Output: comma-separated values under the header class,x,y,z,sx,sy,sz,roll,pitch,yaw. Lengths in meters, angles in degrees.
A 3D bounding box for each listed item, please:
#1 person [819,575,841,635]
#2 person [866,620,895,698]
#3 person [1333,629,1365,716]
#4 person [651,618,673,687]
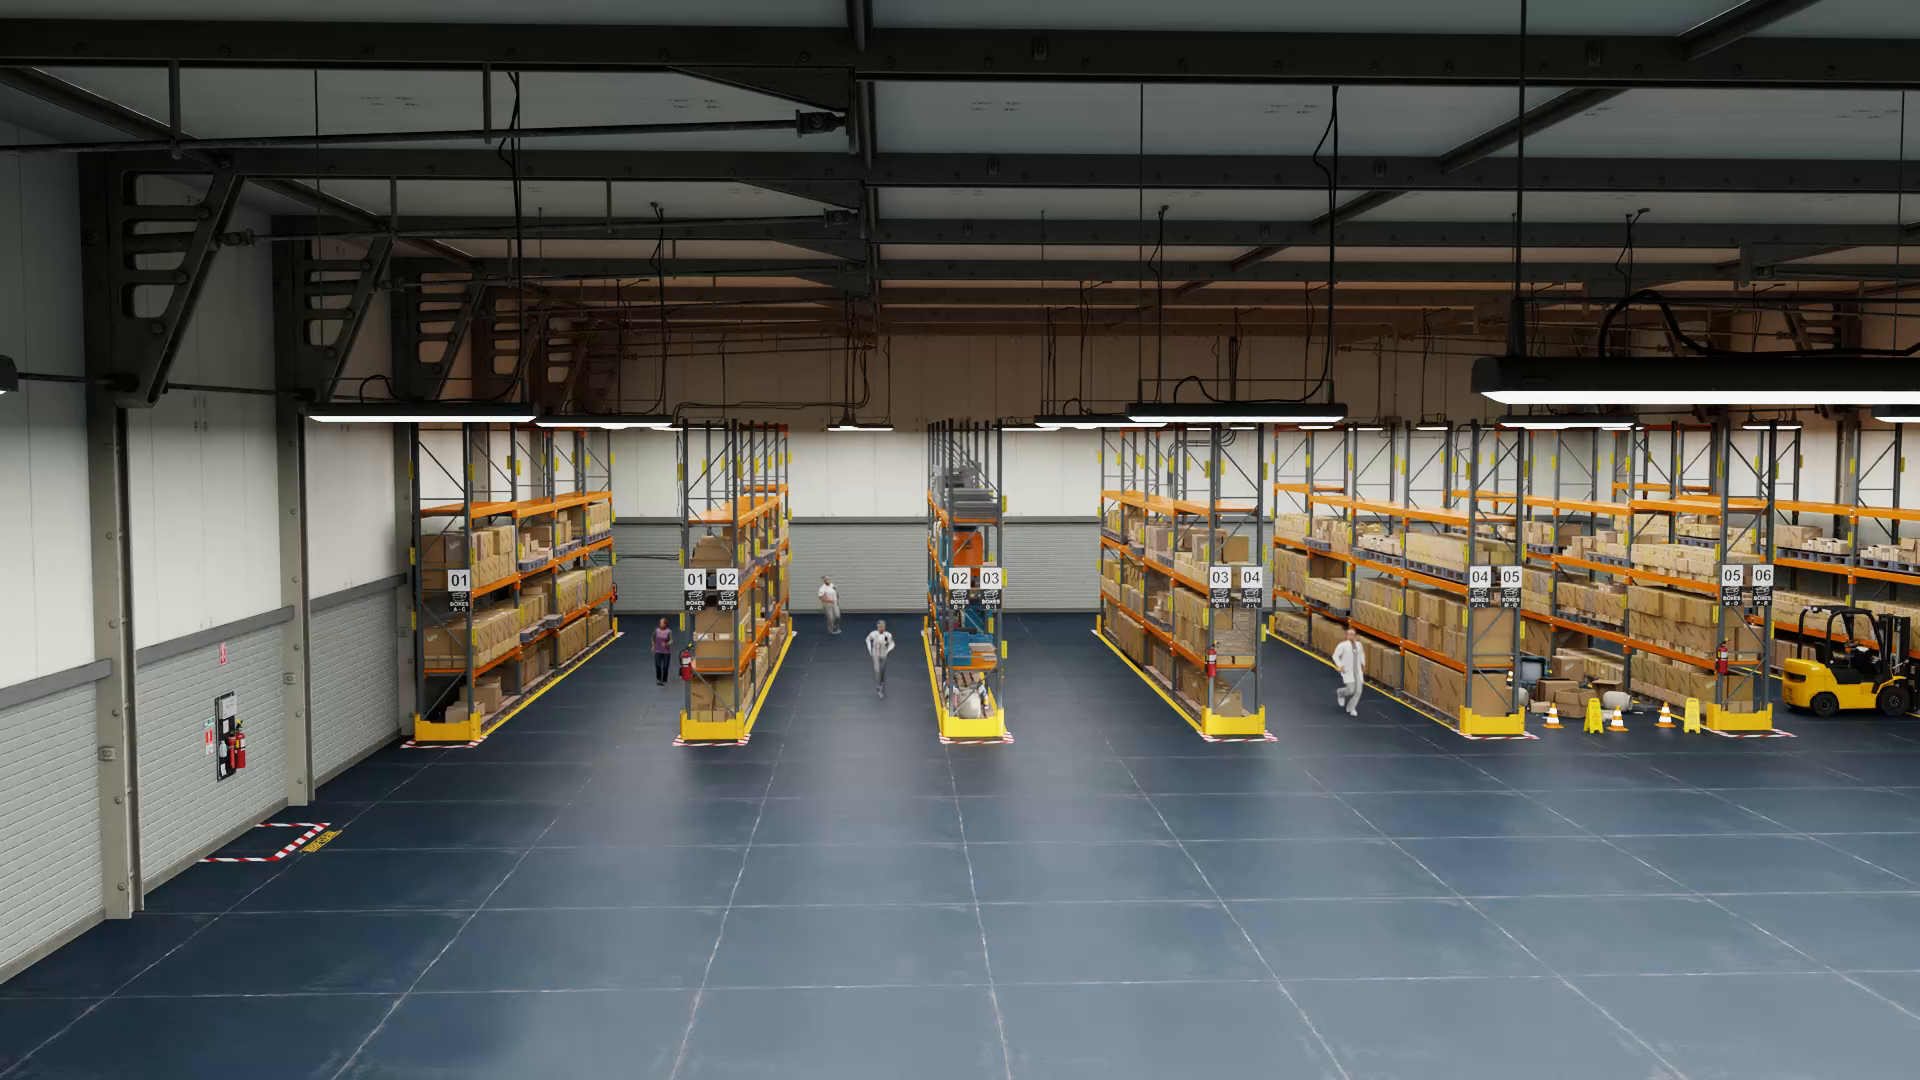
class,x,y,z,sx,sy,sz,roll,pitch,yaw
person,-3.671,1.843,47.172,0.718,1.737,0.590,-2,4,-32
person,-1.743,2.567,36.425,0.630,1.681,0.966,0,4,-3
person,7.984,2.695,34.044,0.724,1.752,0.653,-1,4,-17
person,-6.682,2.536,37.286,0.509,1.566,0.625,0,4,-5
